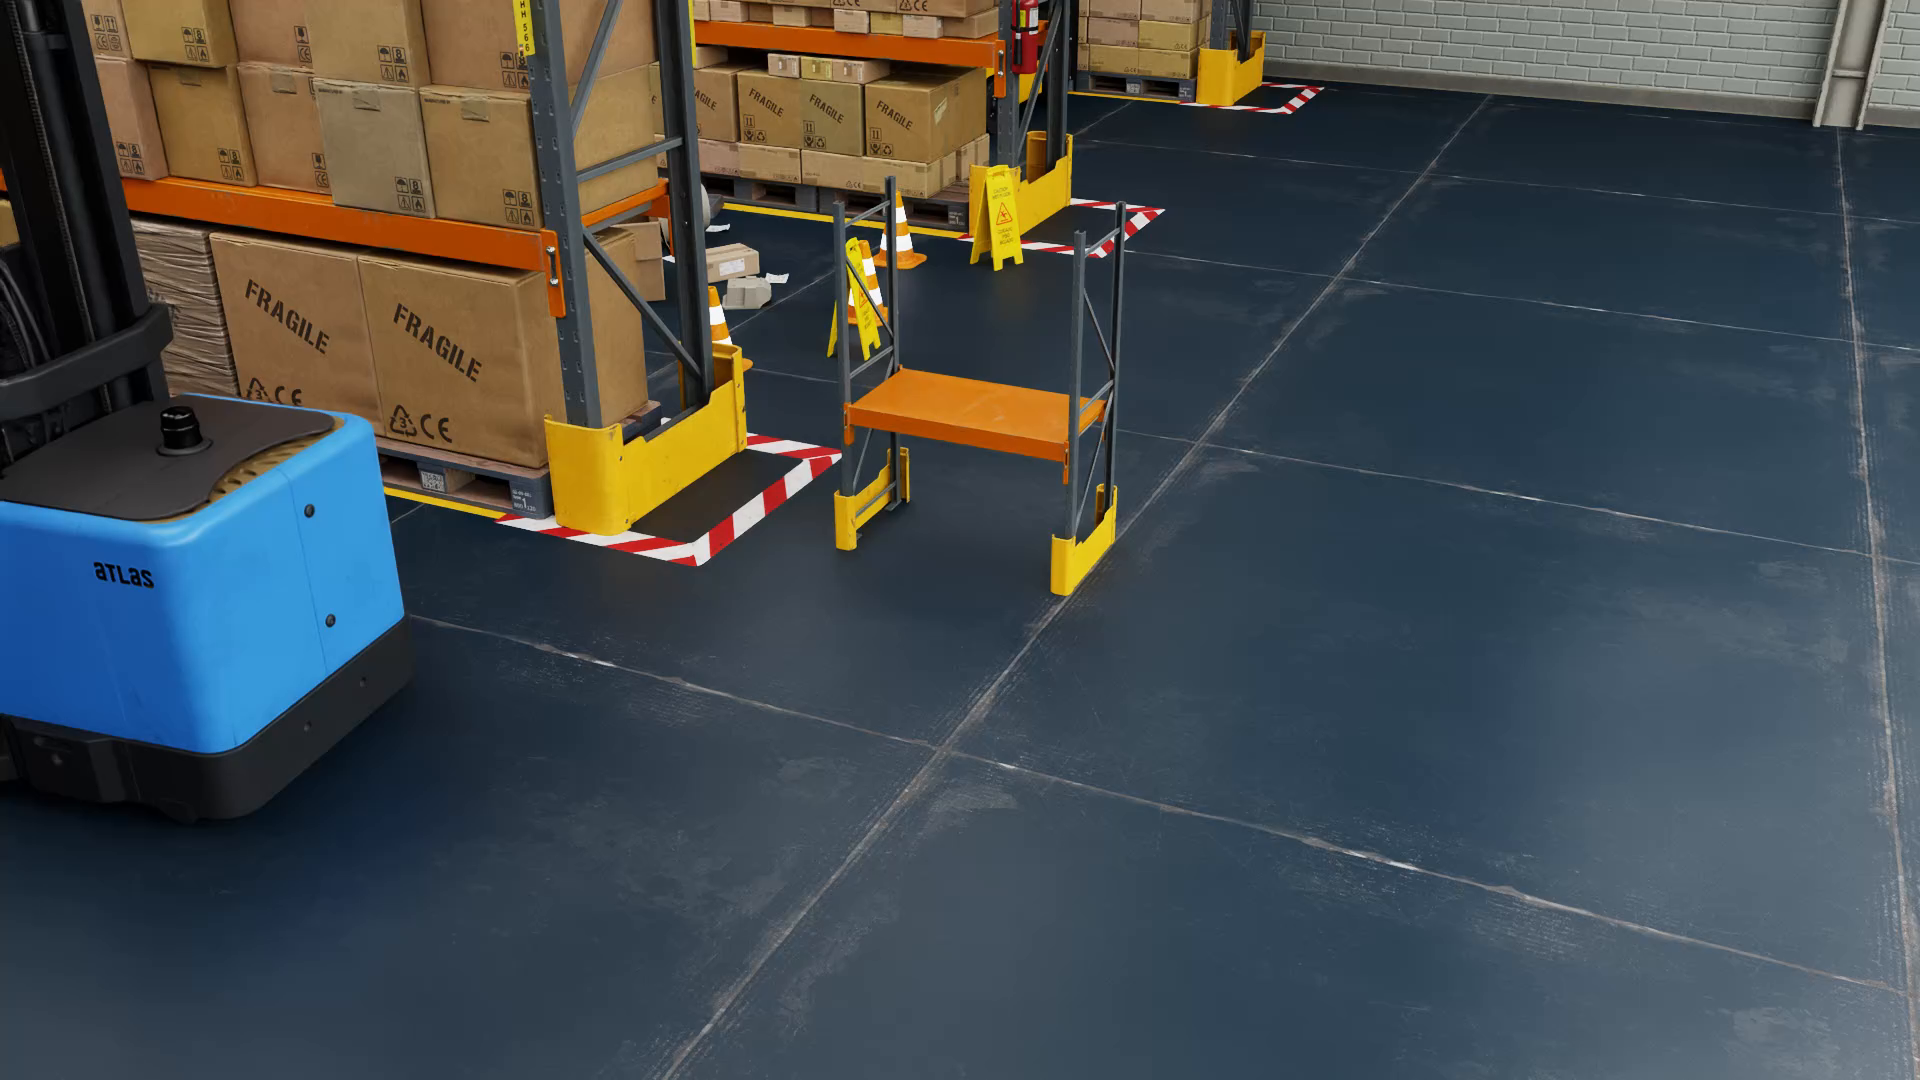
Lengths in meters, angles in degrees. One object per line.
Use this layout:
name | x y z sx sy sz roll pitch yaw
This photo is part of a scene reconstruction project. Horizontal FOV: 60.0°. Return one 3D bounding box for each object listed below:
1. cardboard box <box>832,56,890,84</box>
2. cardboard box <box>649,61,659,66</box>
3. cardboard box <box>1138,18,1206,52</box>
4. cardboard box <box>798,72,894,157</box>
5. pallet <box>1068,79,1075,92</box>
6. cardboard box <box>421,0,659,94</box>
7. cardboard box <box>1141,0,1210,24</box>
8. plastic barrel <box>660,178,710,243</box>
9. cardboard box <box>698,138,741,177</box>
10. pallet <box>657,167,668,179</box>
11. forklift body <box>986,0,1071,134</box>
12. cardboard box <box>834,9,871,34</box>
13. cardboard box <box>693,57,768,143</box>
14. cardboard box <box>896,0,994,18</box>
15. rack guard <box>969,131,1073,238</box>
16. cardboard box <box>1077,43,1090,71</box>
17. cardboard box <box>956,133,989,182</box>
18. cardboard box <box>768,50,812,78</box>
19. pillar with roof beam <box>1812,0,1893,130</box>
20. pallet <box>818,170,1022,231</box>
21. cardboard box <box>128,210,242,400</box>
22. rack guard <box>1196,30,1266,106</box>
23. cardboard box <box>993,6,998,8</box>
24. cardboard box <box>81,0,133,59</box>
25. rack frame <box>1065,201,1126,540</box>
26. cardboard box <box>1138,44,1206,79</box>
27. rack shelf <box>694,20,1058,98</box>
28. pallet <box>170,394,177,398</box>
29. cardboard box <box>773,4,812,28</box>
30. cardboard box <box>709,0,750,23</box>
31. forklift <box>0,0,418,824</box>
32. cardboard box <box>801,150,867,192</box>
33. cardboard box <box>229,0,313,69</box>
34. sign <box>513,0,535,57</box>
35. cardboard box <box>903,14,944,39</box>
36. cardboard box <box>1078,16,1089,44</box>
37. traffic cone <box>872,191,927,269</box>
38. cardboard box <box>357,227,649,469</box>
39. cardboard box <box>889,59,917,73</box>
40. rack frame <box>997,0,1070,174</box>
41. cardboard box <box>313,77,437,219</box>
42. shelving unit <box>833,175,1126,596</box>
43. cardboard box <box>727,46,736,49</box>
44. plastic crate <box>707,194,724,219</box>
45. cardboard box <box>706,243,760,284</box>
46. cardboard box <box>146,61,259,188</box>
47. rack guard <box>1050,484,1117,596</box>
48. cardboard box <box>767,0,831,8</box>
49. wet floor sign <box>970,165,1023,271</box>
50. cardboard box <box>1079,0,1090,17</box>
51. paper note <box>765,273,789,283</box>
cardboard box | -0.689 -3.297 11.605 0.250 0.149 0.380 12 29 23
cardboard box | -2.148 -3.590 12.200 0.250 0.149 0.380 13 29 24
cardboard box | 1.989 -4.772 15.618 0.500 0.250 0.500 11 28 21
cardboard box | -0.803 -3.060 11.858 0.500 0.500 0.500 12 29 24
pallet | 0.742 -4.725 16.609 1.213 0.211 1.003 11 28 22
cardboard box | -1.768 -2.260 7.051 0.550 0.550 0.875 11 28 22
cardboard box | 2.013 -4.992 15.499 0.500 0.250 0.500 12 29 24
plastic barrel | -1.997 -2.246 11.333 0.512 0.421 0.421 -12 29 -23
cardboard box | -1.731 -2.914 12.410 0.500 0.250 0.500 11 28 21
pallet | -2.505 -3.005 13.115 1.213 0.211 1.003 11 28 22
forklift body | 0.080 -4.862 14.691 1.214 2.155 2.313 11 28 22
cardboard box | -0.667 -3.595 11.440 0.250 0.149 0.380 12 29 23
cardboard box | -1.742 -3.251 12.245 0.500 0.500 0.500 13 29 24
cardboard box | -0.098 -3.800 11.122 0.500 0.500 0.500 11 28 21
rack guard | 0.441 -2.526 11.814 0.348 0.500 1.175 11 28 22
cardboard box | 1.103 -4.733 16.105 0.500 0.250 0.500 12 29 22
cardboard box | -0.109 -2.847 12.274 0.500 0.250 0.500 11 28 21
cardboard box | -1.156 -3.393 11.801 0.250 0.149 0.380 13 29 24
pillar with roof beam | 5.981 -5.983 9.214 0.400 9.000 9.100 11 28 22
pallet | -0.284 -2.559 12.208 1.213 0.211 1.003 11 28 22
cardboard box | -3.722 -1.285 8.393 0.875 0.875 0.875 12 28 22
rack guard | 2.584 -4.504 15.832 0.348 0.500 1.175 11 28 22
cardboard box | 0.287 -3.666 11.584 0.250 0.149 0.380 11 28 22
cardboard box | -3.783 -2.618 7.780 0.550 0.550 0.875 11 28 22
rack frame | 0.540 -0.564 6.698 0.032 1.500 0.500 11 28 22
cardboard box | 2.003 -4.543 15.720 0.500 0.250 0.500 12 28 22
rack shelf | -1.310 -3.676 12.135 4.000 0.370 1.077 11 28 22
pallet | -3.313 -0.712 8.457 1.213 0.211 1.003 11 28 22
cardboard box | -1.112 -3.709 11.671 0.250 0.149 0.380 11 28 21
cardboard box | -1.575 -3.793 11.842 0.250 0.149 0.380 11 28 22
forklift | -3.563 -0.771 5.498 3.031 2.935 1.130 8 27 16
cardboard box | -0.805 -2.726 12.028 0.500 0.250 0.500 11 28 22
cardboard box | -2.761 -2.480 7.499 0.550 0.550 0.875 11 28 22
sign | -1.684 -2.035 6.407 0.005 0.325 0.100 11 28 22
cardboard box | -0.195 -3.505 11.257 0.250 0.149 0.380 11 28 21
cardboard box | 1.058 -4.954 15.988 0.500 0.250 0.500 11 28 21
traffic cone | -0.415 -2.055 10.900 0.334 0.463 0.336 11 28 22
cardboard box | -2.091 -0.957 7.728 0.875 0.875 0.875 12 28 22
cardboard box | -0.609 -3.281 12.307 0.500 0.500 0.500 10 28 20
rack frame | 0.510 -3.633 11.234 0.127 3.000 1.000 11 28 22
cardboard box | -2.313 -1.833 7.408 0.550 0.550 0.875 11 28 22
shelving unit | 0.069 -0.659 6.890 1.083 1.500 0.587 11 28 22
cardboard box | -2.017 -3.563 12.880 0.500 0.500 0.500 12 29 23
plastic crate | -2.041 -2.438 12.111 0.583 0.080 0.402 2 26 4
cardboard box | -1.518 -1.782 10.700 0.380 0.149 0.250 -18 31 -31
cardboard box | -3.270 -2.066 7.881 0.500 0.550 0.875 11 28 22
rack guard | 0.523 -0.007 6.982 0.087 0.250 0.587 11 28 22
cardboard box | -1.006 -3.986 11.501 0.500 0.500 0.500 11 28 22
wet floor sign | 0.240 -2.112 10.809 0.232 0.644 0.267 23 35 39
cardboard box | 1.083 -5.171 15.863 0.500 0.250 0.500 12 29 22
paper note | -1.174 -1.674 10.615 0.142 0.019 0.148 2 26 4
